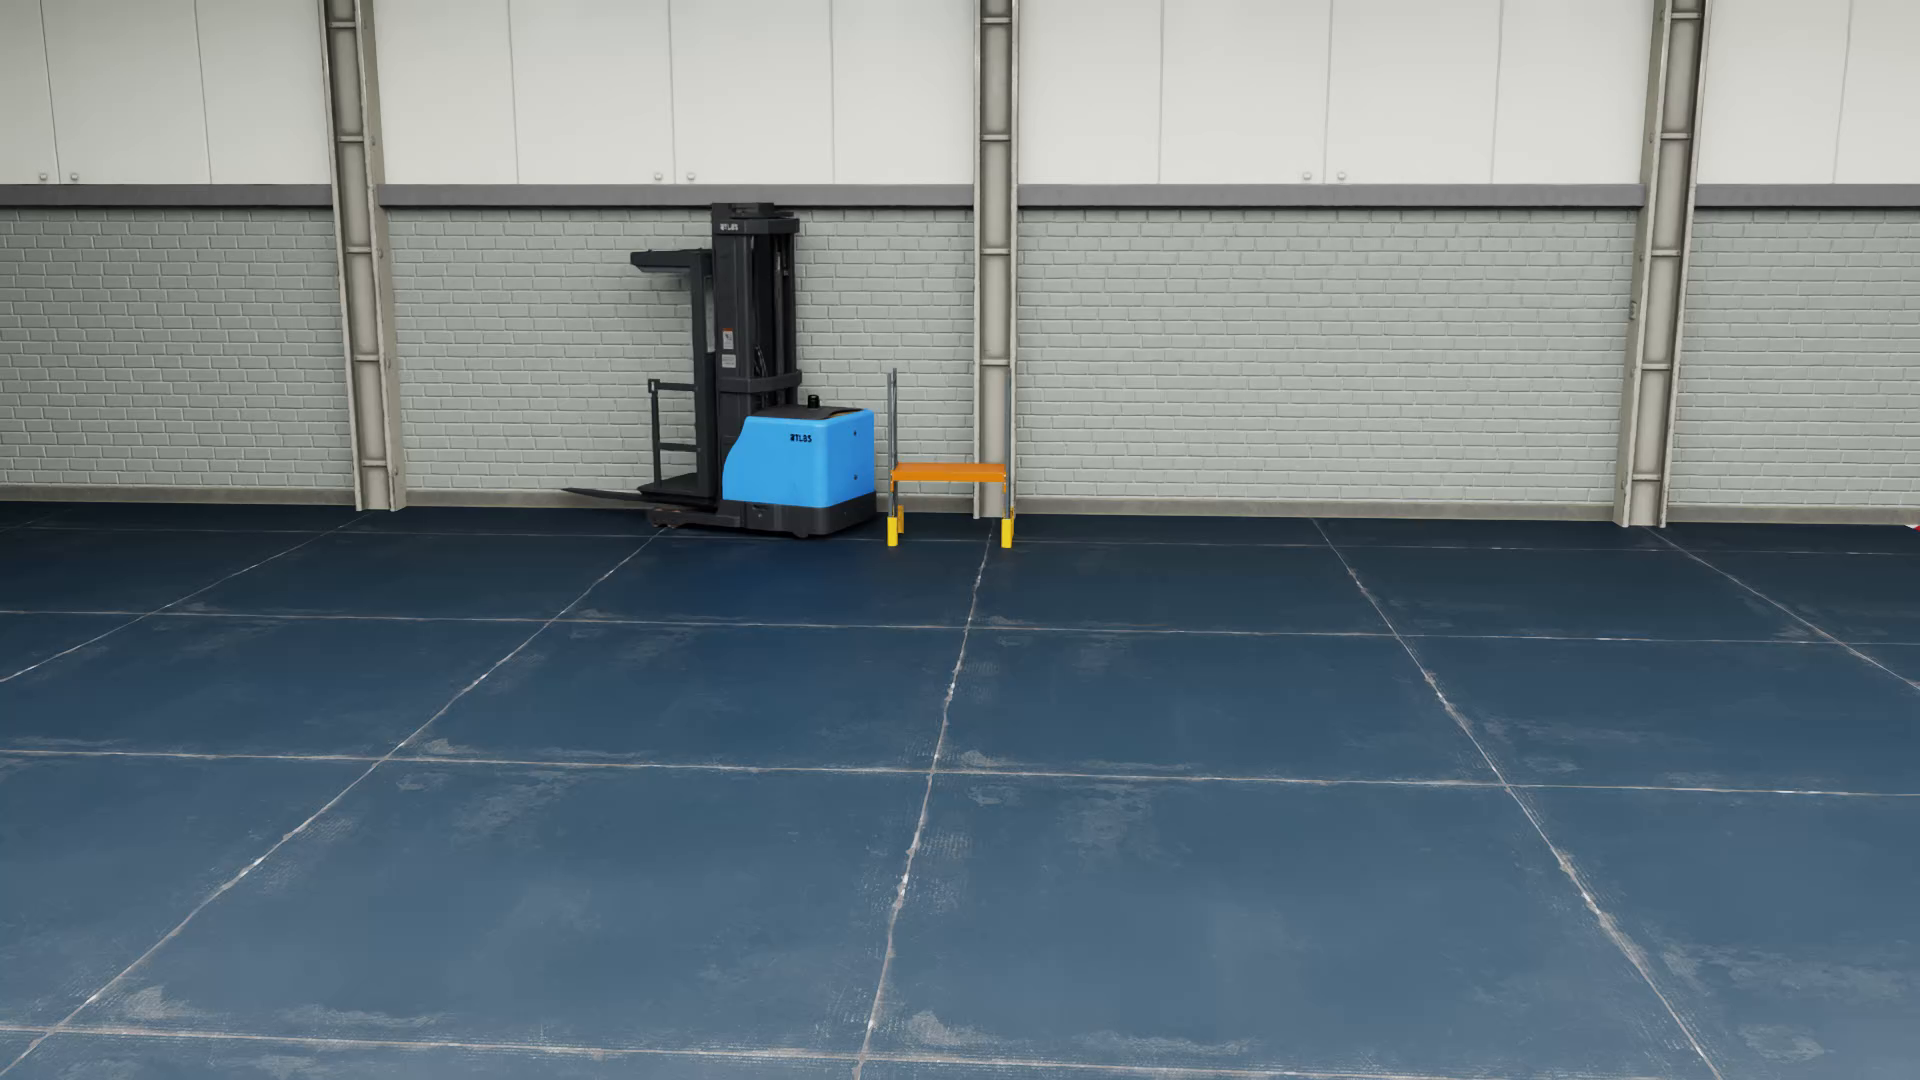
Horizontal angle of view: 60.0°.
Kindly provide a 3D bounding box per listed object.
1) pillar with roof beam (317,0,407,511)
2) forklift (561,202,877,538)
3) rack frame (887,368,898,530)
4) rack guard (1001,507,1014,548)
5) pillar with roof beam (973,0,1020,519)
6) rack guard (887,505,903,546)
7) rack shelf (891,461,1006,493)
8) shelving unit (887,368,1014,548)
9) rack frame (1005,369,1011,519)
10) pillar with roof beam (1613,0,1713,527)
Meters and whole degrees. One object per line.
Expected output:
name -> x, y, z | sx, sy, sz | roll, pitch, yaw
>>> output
pillar with roof beam -> -5.942, -3.839, 11.142 | 0.400, 9.000, 9.100 | 1, 12, 4
forklift -> -2.331, -1.633, 15.414 | 3.031, 2.935, 1.130 | 6, 13, 25
rack frame -> -0.592, -0.742, 14.653 | 0.032, 1.500, 0.500 | 1, 12, 4
rack guard -> 0.421, -0.117, 14.715 | 0.087, 0.250, 0.587 | 1, 12, 4
pillar with roof beam -> 0.044, -3.757, 10.749 | 0.400, 9.000, 9.100 | 1, 12, 4
rack guard -> -0.573, -0.130, 14.780 | 0.087, 0.250, 0.587 | 1, 12, 4
rack shelf -> -0.085, -0.559, 14.657 | 1.000, 0.185, 0.538 | 1, 12, 4
shelving unit -> -0.076, -0.735, 14.619 | 1.083, 1.500, 0.587 | 1, 12, 4
rack frame -> 0.422, -0.728, 14.587 | 0.032, 1.500, 0.500 | 1, 12, 4
pillar with roof beam -> 6.031, -3.675, 10.357 | 0.400, 9.000, 9.100 | 1, 12, 4
